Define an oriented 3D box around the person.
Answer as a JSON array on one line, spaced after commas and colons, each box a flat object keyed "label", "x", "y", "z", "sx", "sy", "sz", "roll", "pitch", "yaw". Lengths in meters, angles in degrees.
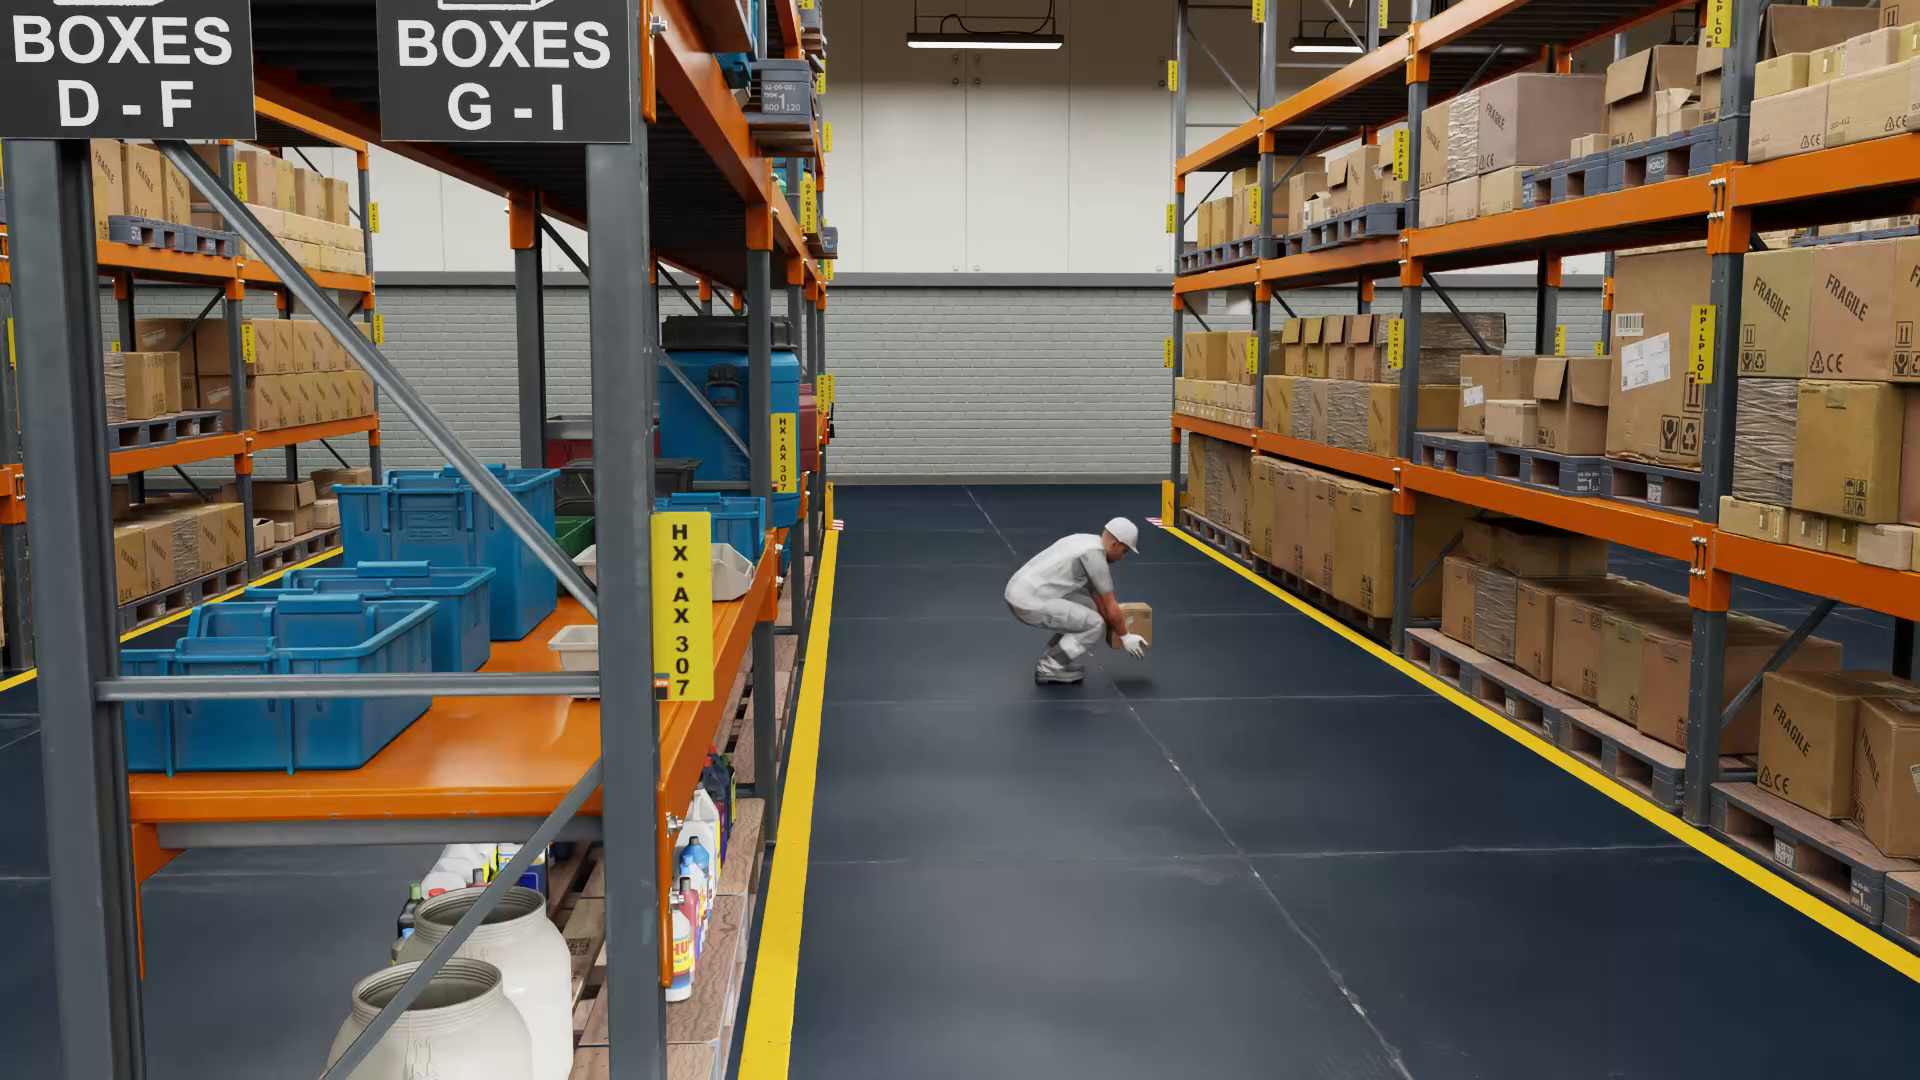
[{"label": "person", "x": 0.714, "y": 0.367, "z": 10.402, "sx": 0.881, "sy": 1.004, "sz": 0.575, "roll": 0, "pitch": 7, "yaw": -4}]
